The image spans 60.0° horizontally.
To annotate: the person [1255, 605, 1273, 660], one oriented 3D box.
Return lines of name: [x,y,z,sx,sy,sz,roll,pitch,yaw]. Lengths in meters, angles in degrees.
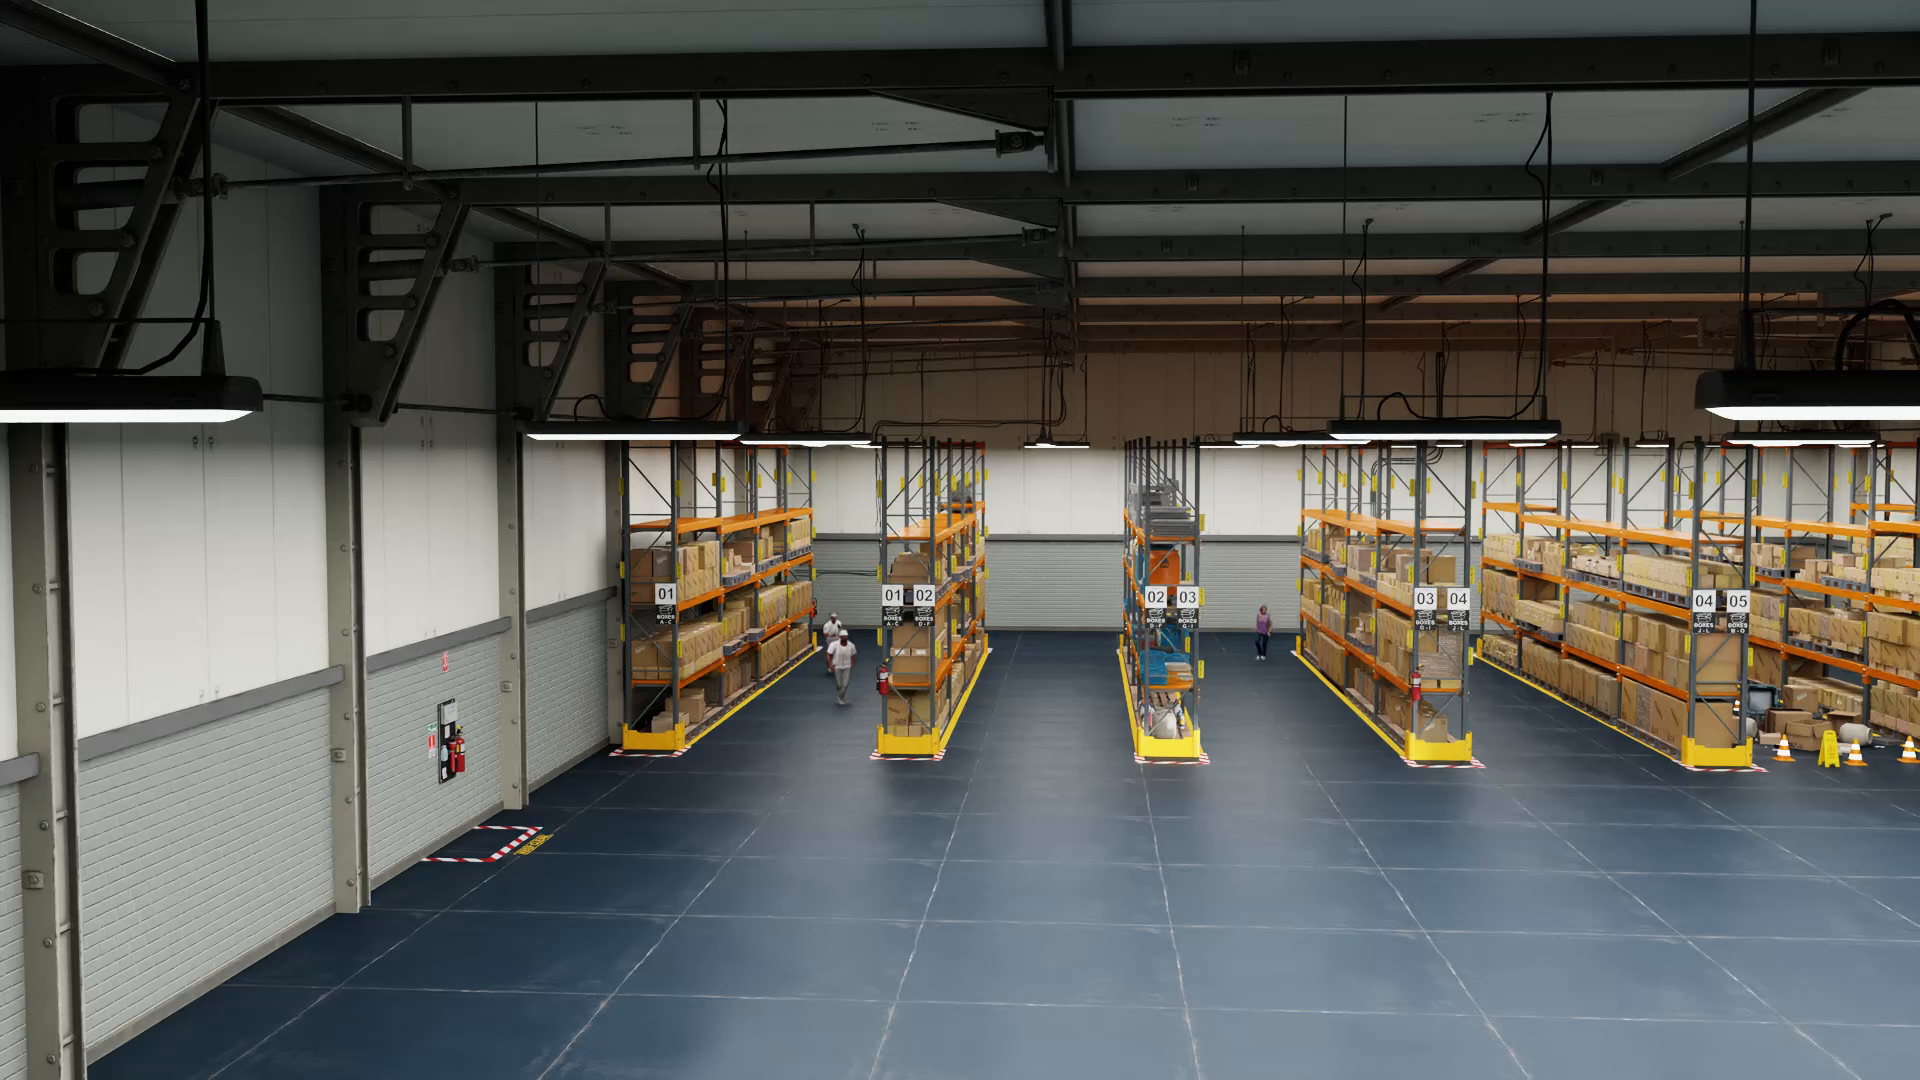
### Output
person: [8.259,2.527,45.232,0.526,1.519,0.729,1,3,20]

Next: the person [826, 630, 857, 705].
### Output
person: [-2.675,2.867,37.573,0.701,1.701,0.591,-1,3,-12]

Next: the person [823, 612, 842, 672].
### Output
person: [-3.226,2.636,42.424,0.576,1.658,0.955,-1,3,-13]

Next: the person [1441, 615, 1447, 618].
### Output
person: [13.346,2.404,45.832,0.663,1.785,0.708,1,3,13]
